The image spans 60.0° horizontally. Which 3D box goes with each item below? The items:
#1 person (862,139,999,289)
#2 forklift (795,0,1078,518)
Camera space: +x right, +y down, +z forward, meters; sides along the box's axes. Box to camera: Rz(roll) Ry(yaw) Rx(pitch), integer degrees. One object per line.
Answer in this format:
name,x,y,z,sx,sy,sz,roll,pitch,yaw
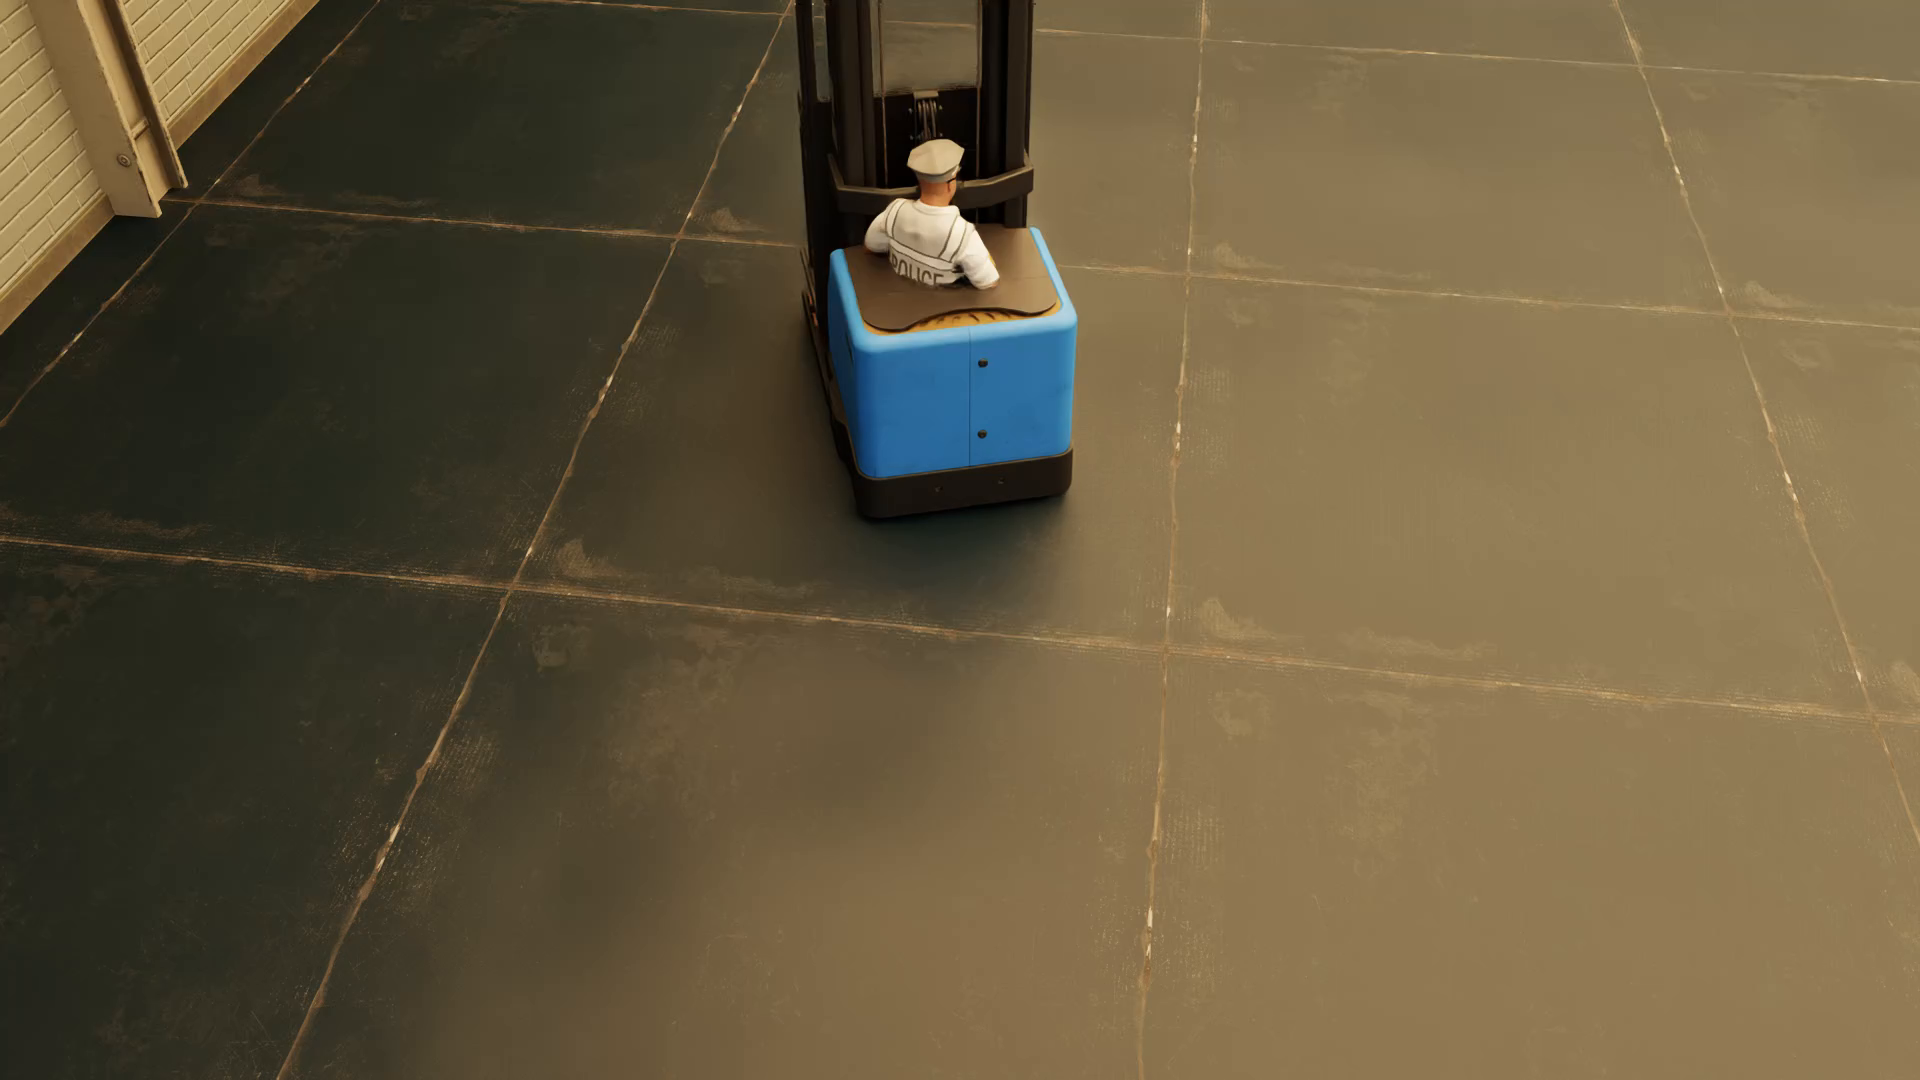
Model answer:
person,-0.083,-1.129,7.904,0.774,1.699,0.544,25,48,25
forklift,-0.254,-2.191,8.110,1.130,2.935,3.031,-8,43,-8
